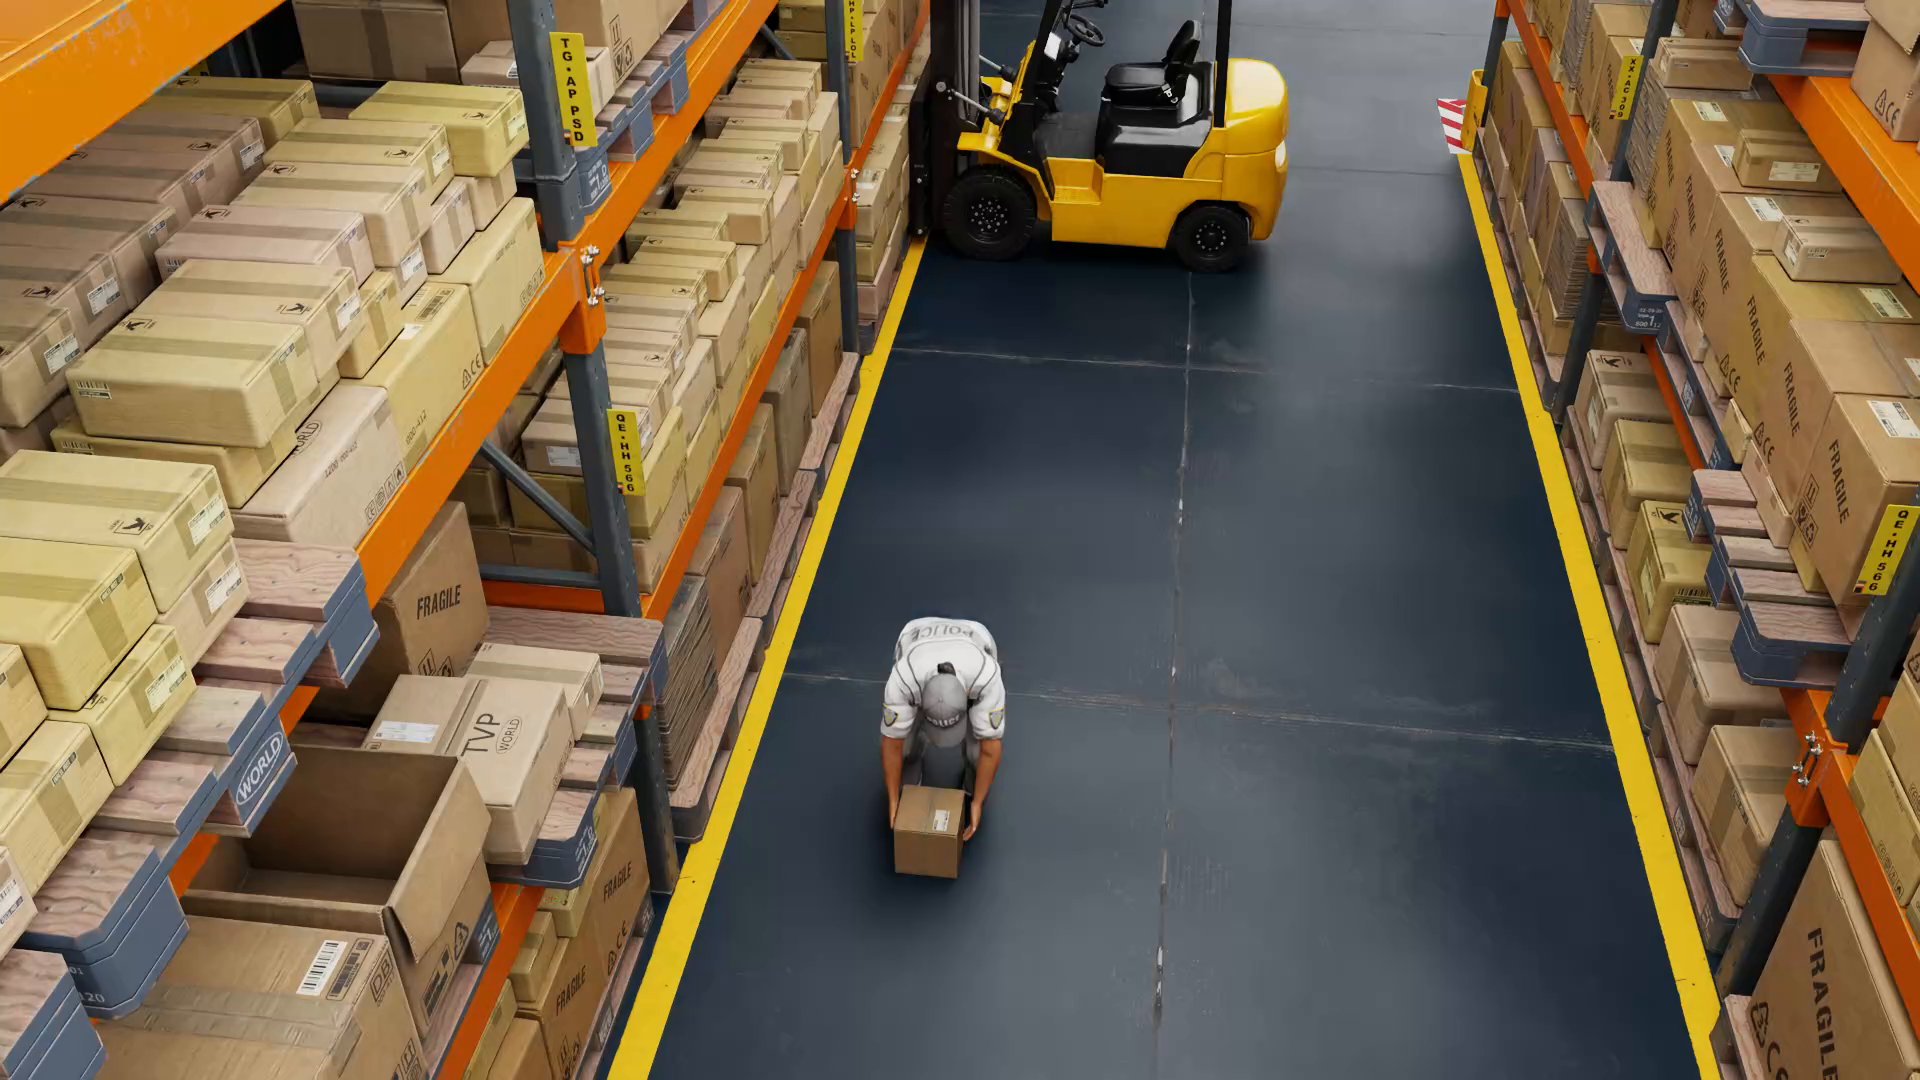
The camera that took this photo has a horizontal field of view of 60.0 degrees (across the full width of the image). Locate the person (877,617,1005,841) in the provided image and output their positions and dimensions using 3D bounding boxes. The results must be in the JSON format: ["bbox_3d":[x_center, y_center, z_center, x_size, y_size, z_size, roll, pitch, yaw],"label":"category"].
[{"bbox_3d":[-0.065,0.694,6.738,0.524,0.908,0.858,4,37,6],"label":"person"}]
